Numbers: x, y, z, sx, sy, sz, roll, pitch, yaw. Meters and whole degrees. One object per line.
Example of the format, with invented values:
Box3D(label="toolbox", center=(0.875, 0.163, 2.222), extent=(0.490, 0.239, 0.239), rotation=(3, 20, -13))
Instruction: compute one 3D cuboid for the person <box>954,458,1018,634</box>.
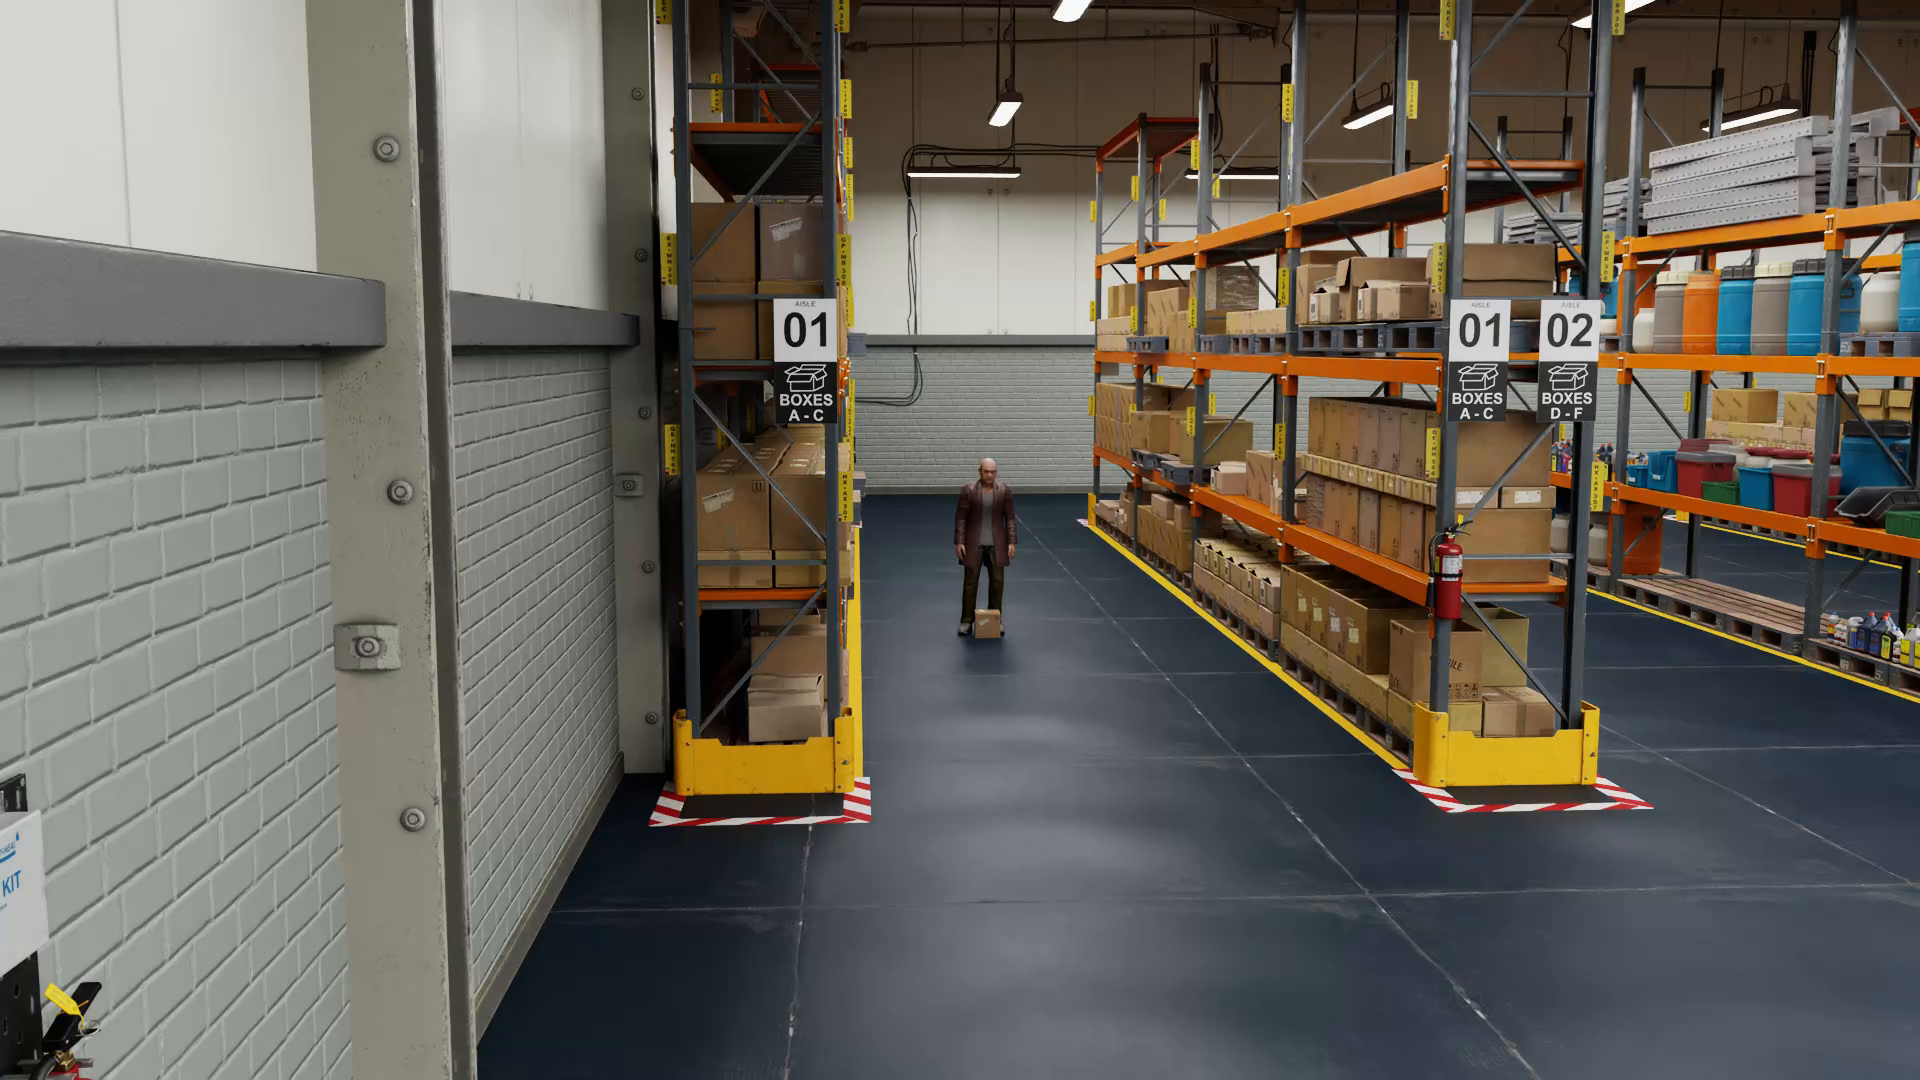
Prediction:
Box3D(label="person", center=(0.261, 0.055, 16.833), extent=(0.656, 1.774, 0.417), rotation=(-1, 7, -6))
